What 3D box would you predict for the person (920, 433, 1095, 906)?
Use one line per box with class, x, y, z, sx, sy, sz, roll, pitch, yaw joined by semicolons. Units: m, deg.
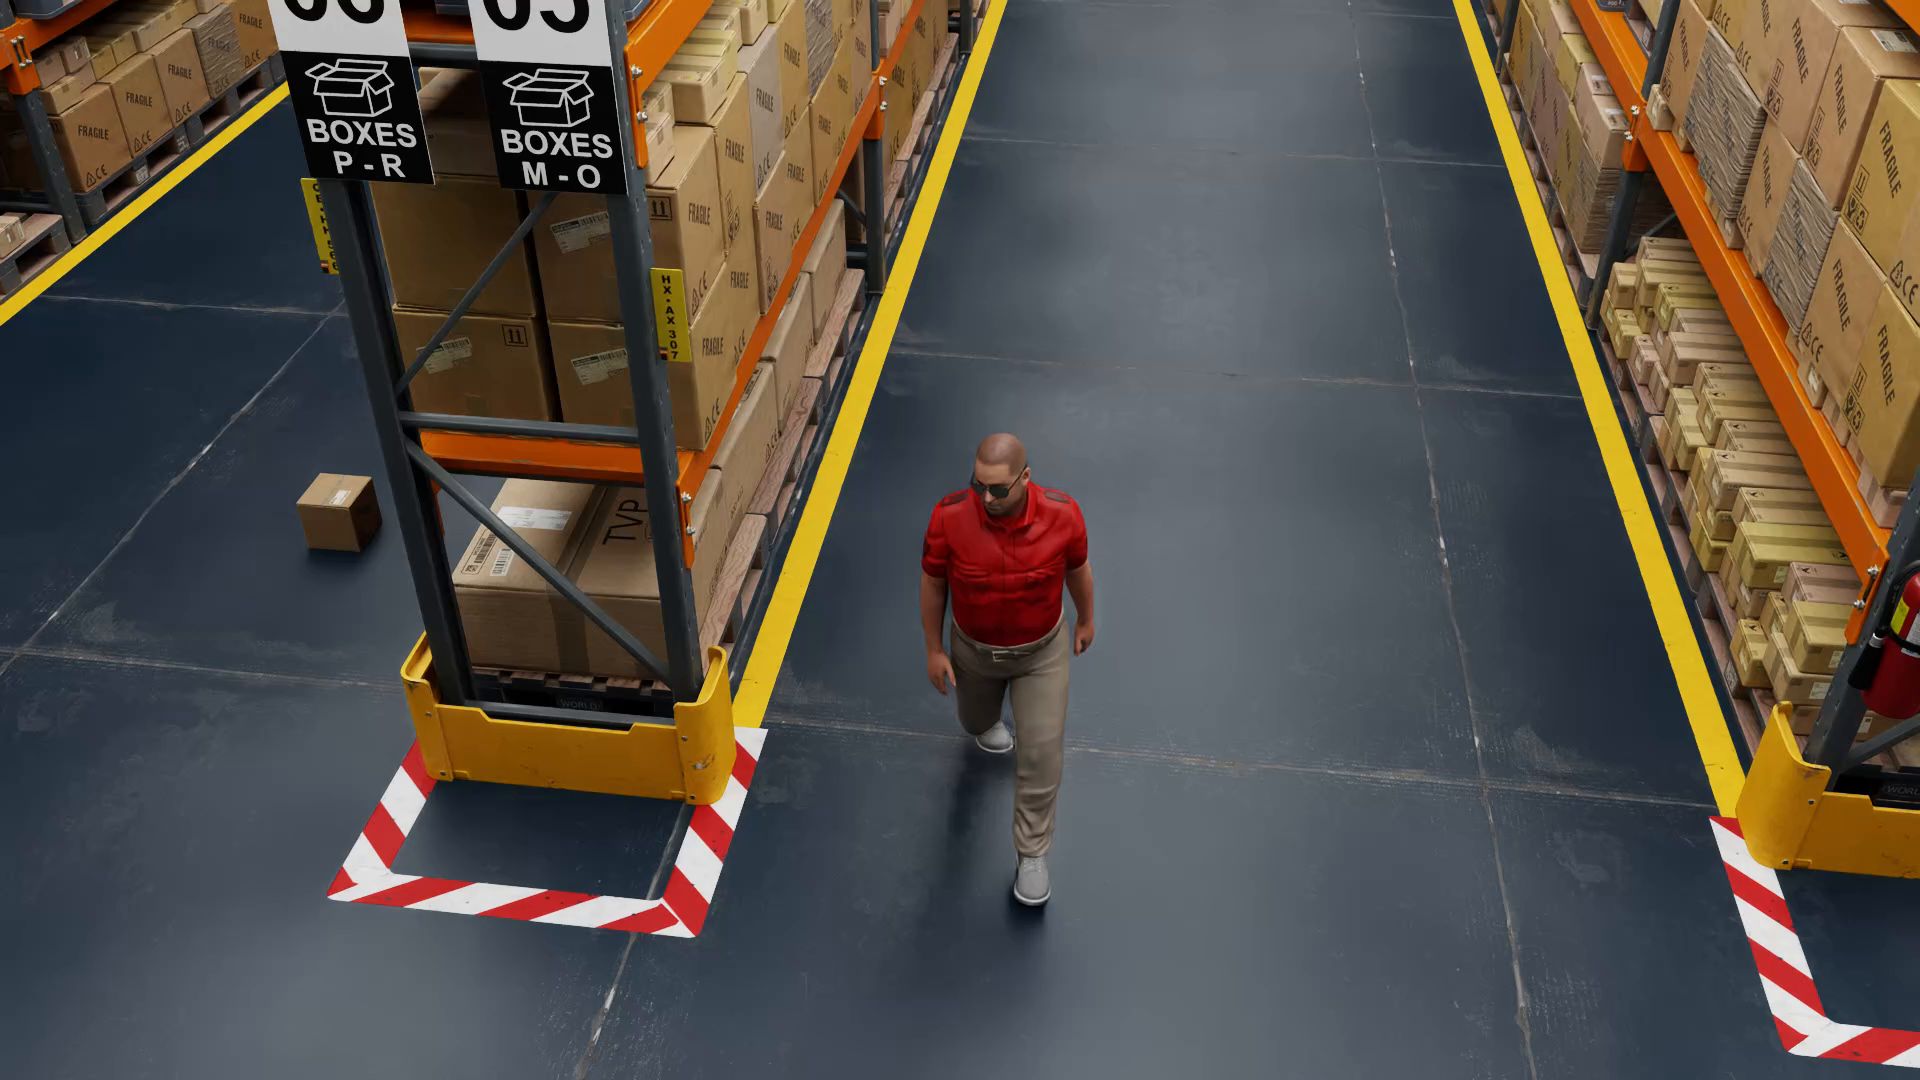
person;0.167;0.342;5.704;0.599;1.683;1.012;2;36;3
